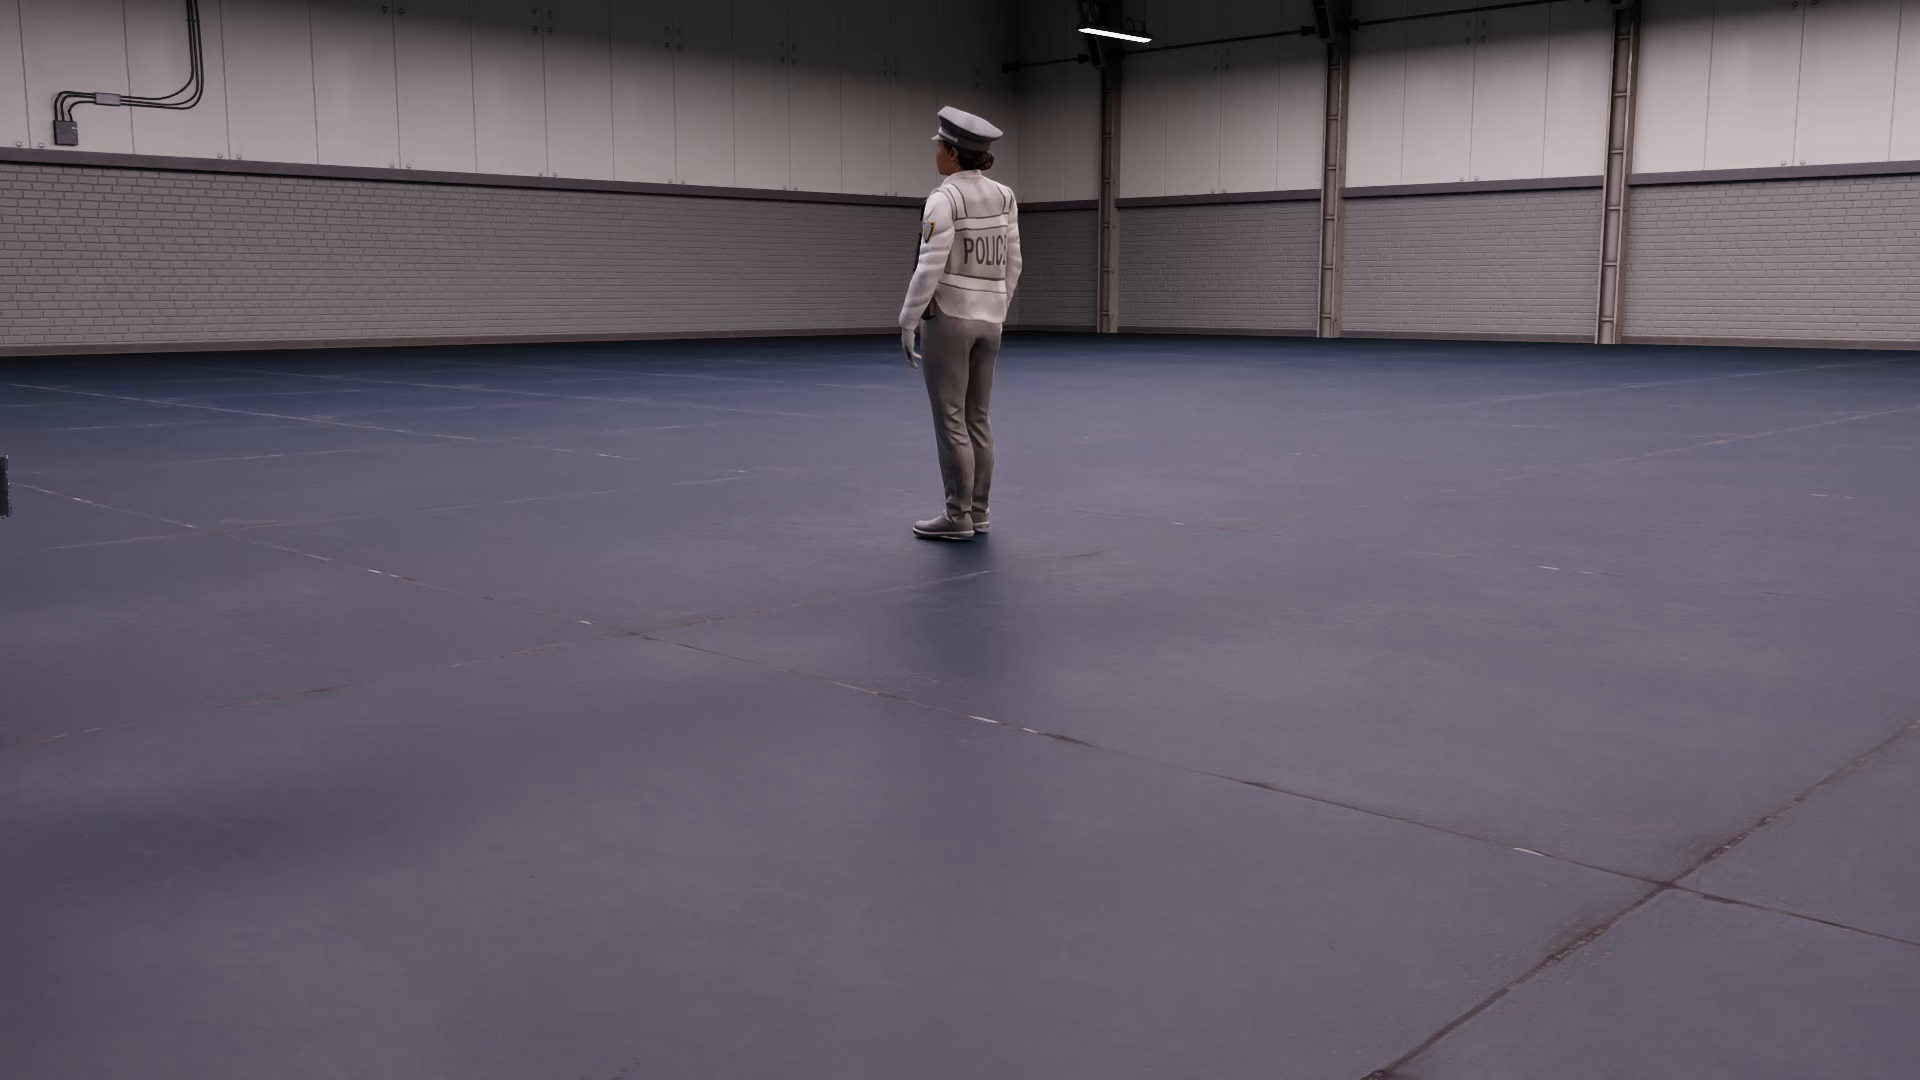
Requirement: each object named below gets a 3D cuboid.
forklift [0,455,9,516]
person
[{"bbox_3d":[-5.469,-1.411,6.243,3.031,2.935,1.130,0,9,-2],"label":"forklift"},{"bbox_3d":[-0.045,-0.853,6.642,0.531,1.695,0.587,8,12,43],"label":"person"}]
